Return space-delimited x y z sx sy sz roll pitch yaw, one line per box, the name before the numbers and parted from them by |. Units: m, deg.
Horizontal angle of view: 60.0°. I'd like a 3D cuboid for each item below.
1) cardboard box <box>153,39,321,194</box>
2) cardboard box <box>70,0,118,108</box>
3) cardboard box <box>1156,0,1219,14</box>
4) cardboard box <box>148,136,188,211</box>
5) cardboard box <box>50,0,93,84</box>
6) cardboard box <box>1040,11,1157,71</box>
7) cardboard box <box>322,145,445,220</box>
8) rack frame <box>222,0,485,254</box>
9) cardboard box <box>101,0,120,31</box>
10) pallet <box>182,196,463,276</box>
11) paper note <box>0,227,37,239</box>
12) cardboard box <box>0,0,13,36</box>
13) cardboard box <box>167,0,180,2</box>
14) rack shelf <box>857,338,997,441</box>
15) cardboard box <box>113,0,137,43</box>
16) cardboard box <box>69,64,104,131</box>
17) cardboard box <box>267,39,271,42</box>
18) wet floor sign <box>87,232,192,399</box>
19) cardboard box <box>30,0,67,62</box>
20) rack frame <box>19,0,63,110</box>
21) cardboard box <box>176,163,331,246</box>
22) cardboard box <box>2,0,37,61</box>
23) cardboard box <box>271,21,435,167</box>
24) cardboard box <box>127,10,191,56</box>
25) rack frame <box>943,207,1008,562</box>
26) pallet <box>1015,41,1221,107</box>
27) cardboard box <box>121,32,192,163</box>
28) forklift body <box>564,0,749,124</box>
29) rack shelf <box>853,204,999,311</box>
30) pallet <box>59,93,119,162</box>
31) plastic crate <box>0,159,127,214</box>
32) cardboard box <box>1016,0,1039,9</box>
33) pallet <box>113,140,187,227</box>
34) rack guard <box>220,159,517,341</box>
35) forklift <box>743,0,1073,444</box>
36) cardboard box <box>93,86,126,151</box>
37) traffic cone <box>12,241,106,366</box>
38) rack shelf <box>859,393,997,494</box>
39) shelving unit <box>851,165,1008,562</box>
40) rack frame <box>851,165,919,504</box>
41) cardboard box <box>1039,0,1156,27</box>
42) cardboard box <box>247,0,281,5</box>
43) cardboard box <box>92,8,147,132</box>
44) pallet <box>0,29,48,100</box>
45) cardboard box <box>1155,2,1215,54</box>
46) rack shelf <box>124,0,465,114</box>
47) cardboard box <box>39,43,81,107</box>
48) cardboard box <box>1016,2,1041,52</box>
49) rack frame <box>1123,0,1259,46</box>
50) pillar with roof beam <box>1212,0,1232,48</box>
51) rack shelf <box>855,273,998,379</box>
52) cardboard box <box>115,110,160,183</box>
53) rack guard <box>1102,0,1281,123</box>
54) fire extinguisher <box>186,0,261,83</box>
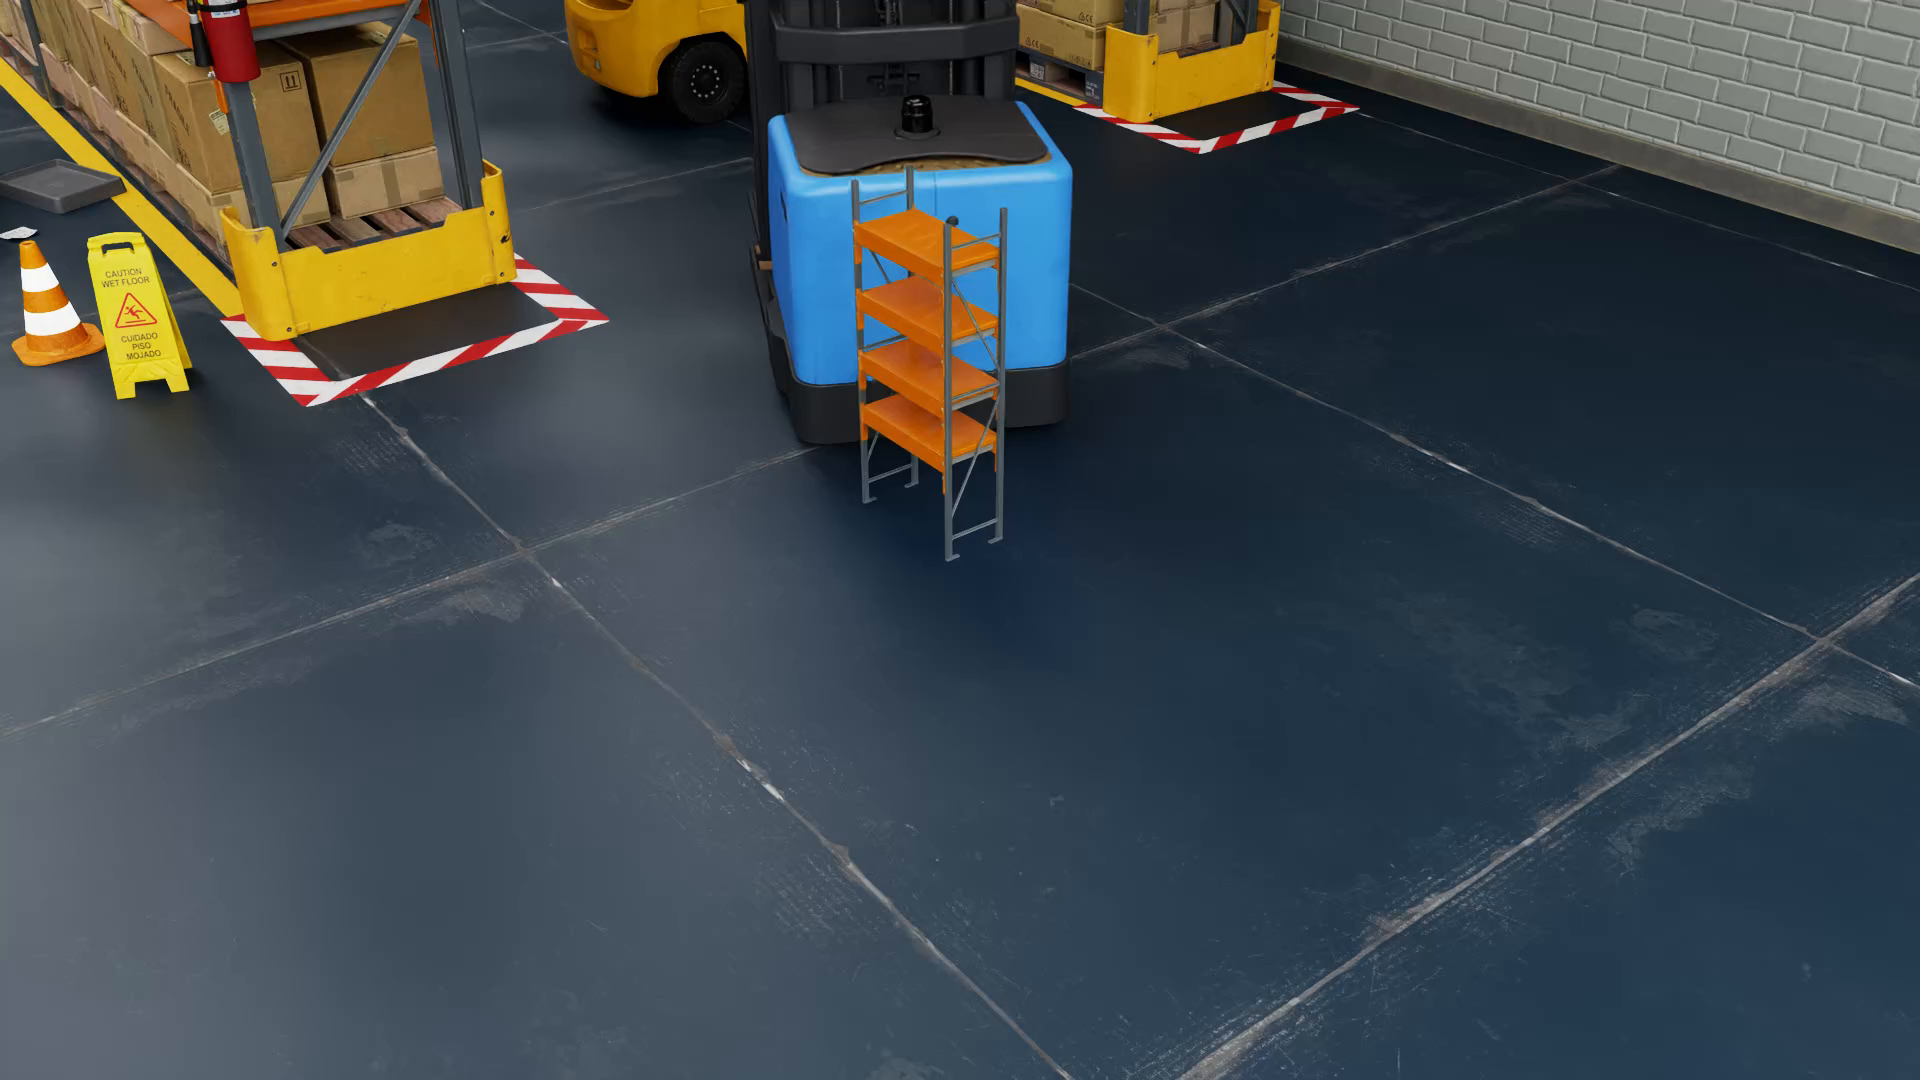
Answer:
cardboard box | -3.247 -1.918 7.493 0.500 0.500 0.500 -22 38 -31
cardboard box | -4.200 -2.567 8.537 0.500 0.500 0.500 -20 37 -29
cardboard box | 1.245 -3.433 10.169 0.500 0.250 0.500 -21 38 -31
cardboard box | -3.569 -1.819 8.043 0.500 0.250 0.500 -22 38 -31
cardboard box | -4.516 -2.783 8.886 0.500 0.500 0.500 -21 37 -30
cardboard box | 0.831 -3.051 10.028 0.500 0.250 0.500 -22 38 -31
cardboard box | -2.826 -1.776 7.975 0.500 0.250 0.500 -23 38 -32
rack frame | -2.550 -2.340 6.675 1.000 3.000 0.127 -22 38 -31
cardboard box | -3.837 -2.541 7.881 0.380 0.149 0.250 -21 37 -29
pallet | -3.067 -1.537 8.025 1.003 0.211 1.213 -22 38 -31
paper note | -4.618 -1.508 8.149 0.148 0.019 0.142 18 36 27
cardboard box | -5.770 -3.586 10.773 0.950 0.372 0.625 -20 37 -29
cardboard box | -3.191 -2.390 6.993 0.380 0.149 0.250 -23 38 -32
rack shelf | -0.102 -0.522 5.580 0.258 0.148 0.480 -22 38 -31
cardboard box | -3.677 -2.431 7.704 0.380 0.149 0.250 -22 38 -31
cardboard box | -4.518 -2.465 9.085 0.500 0.250 0.500 -20 37 -29
cardboard box | -3.165 -2.321 8.141 0.500 0.500 0.500 -24 39 -33
wet floor sign | -3.278 -0.915 6.611 0.267 0.644 0.232 -10 33 -15
cardboard box | -4.854 -3.003 9.239 0.500 0.500 0.500 -20 37 -29
rack frame | -5.003 -4.007 9.359 1.000 3.000 0.127 -22 38 -31
cardboard box | -3.273 -1.610 7.708 0.500 0.250 0.500 -22 38 -32
cardboard box | -5.326 -3.287 10.292 0.950 0.372 0.625 -22 38 -31
cardboard box | -2.841 -2.104 7.792 0.500 0.500 0.500 -24 39 -33
cardboard box | -3.525 -2.325 7.533 0.380 0.149 0.250 -21 38 -30
rack frame | 0.048 -0.477 5.381 0.240 1.200 0.015 -22 38 -31
pallet | 0.867 -3.068 10.490 1.003 0.211 1.213 -22 38 -31
cardboard box | -3.570 -2.135 7.842 0.500 0.500 0.500 -21 37 -30
forklift body | -1.235 -3.787 9.809 2.313 2.155 1.214 -22 38 -31
rack shelf | -0.102 -0.912 5.337 0.258 0.148 0.480 -22 38 -31
pallet | -4.563 -2.554 9.662 1.003 0.211 1.213 -22 38 -31
plastic crate | -4.688 -1.847 8.648 0.583 0.080 0.402 18 36 27
cardboard box | 0.524 -3.484 10.252 0.500 0.250 0.500 -23 38 -32
pallet | -3.810 -2.045 8.843 1.003 0.211 1.213 -22 38 -31
rack guard | -2.596 -1.310 7.385 1.175 0.500 0.348 -22 38 -31
forklift | -0.362 -2.366 6.782 1.130 2.935 3.031 -6 32 -9
cardboard box | -4.190 -2.245 8.730 0.500 0.250 0.500 -23 38 -32
traffic cone | -3.832 -1.024 6.961 0.336 0.463 0.334 -22 38 -31
rack shelf | -0.102 -0.353 5.685 0.258 0.148 0.480 -22 38 -31
shelving unit | -0.102 -0.579 5.544 0.258 1.200 0.503 -22 38 -31
rack frame | -0.251 -0.680 5.708 0.240 1.200 0.015 -22 38 -31
cardboard box | 0.824 -3.272 9.909 0.500 0.250 0.500 -23 38 -32
cardboard box | -2.948 -2.320 6.880 0.380 0.149 0.250 -21 37 -30
cardboard box | -3.874 -2.347 8.184 0.500 0.500 0.500 -23 39 -32
pallet | -5.481 -3.147 10.616 1.003 0.211 1.213 -22 38 -31
cardboard box | 1.222 -3.226 10.309 0.500 0.250 0.500 -22 38 -31
rack shelf | -3.776 -2.868 8.207 1.077 0.370 4.000 -22 38 -31
cardboard box | -4.854 -2.684 9.437 0.500 0.250 0.500 -24 39 -33
cardboard box | 0.534 -3.262 10.367 0.500 0.250 0.500 -22 38 -31
rack frame | 1.369 -3.948 9.263 1.000 3.000 0.127 -22 38 -31
pillar with roof beam | -1.747 -5.685 6.374 9.100 9.000 0.400 -22 38 -31
rack shelf | -0.102 -0.712 5.462 0.258 0.148 0.480 -22 38 -31
cardboard box | -3.895 -2.035 8.392 0.500 0.250 0.500 -24 39 -33
rack guard | 1.384 -2.876 9.906 1.175 0.500 0.348 -22 38 -31
fire extinguisher | -2.844 -2.110 6.378 0.296 0.674 0.183 -22 38 -31
